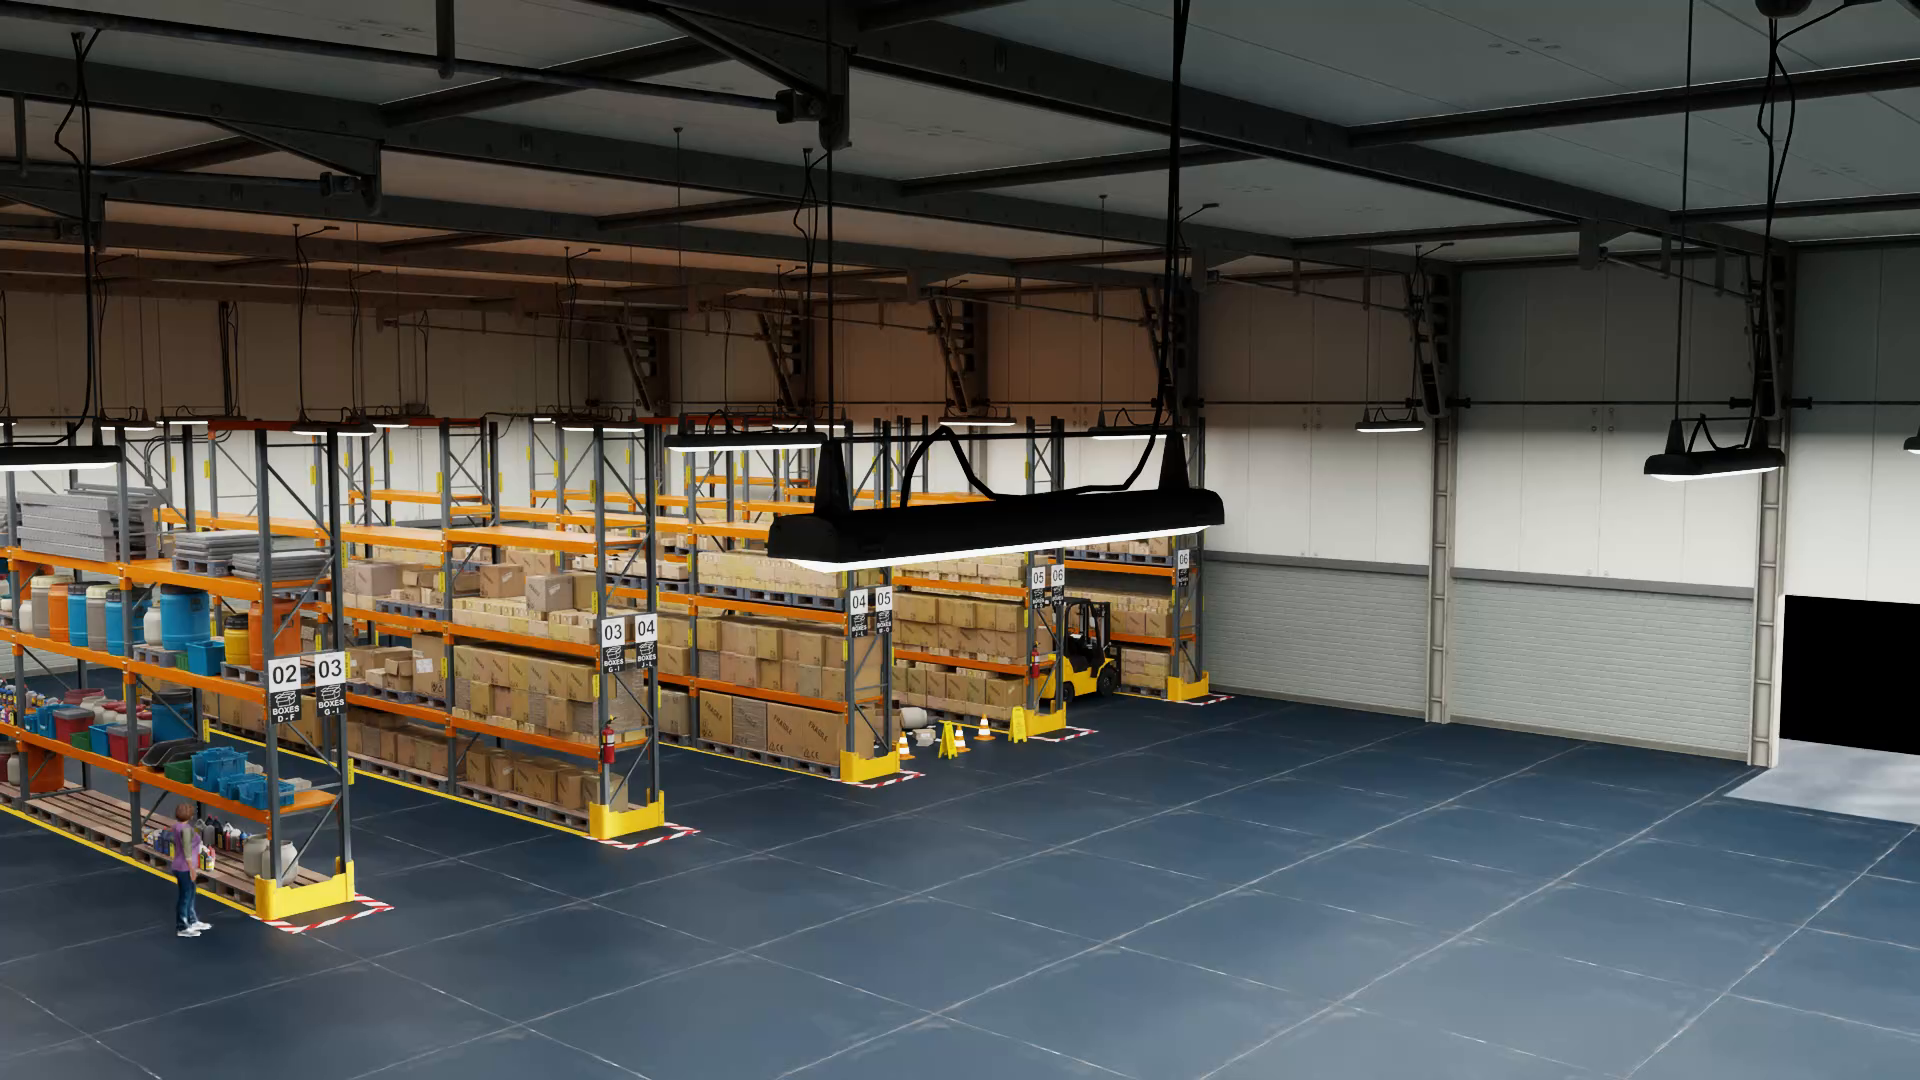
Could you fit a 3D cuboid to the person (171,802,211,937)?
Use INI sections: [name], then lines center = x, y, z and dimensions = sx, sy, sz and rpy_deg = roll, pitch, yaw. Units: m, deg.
[person]
center = -9.144, 3.899, 19.742
dimensions = 0.385, 1.603, 0.474
rpy_deg = -2, 5, -22
